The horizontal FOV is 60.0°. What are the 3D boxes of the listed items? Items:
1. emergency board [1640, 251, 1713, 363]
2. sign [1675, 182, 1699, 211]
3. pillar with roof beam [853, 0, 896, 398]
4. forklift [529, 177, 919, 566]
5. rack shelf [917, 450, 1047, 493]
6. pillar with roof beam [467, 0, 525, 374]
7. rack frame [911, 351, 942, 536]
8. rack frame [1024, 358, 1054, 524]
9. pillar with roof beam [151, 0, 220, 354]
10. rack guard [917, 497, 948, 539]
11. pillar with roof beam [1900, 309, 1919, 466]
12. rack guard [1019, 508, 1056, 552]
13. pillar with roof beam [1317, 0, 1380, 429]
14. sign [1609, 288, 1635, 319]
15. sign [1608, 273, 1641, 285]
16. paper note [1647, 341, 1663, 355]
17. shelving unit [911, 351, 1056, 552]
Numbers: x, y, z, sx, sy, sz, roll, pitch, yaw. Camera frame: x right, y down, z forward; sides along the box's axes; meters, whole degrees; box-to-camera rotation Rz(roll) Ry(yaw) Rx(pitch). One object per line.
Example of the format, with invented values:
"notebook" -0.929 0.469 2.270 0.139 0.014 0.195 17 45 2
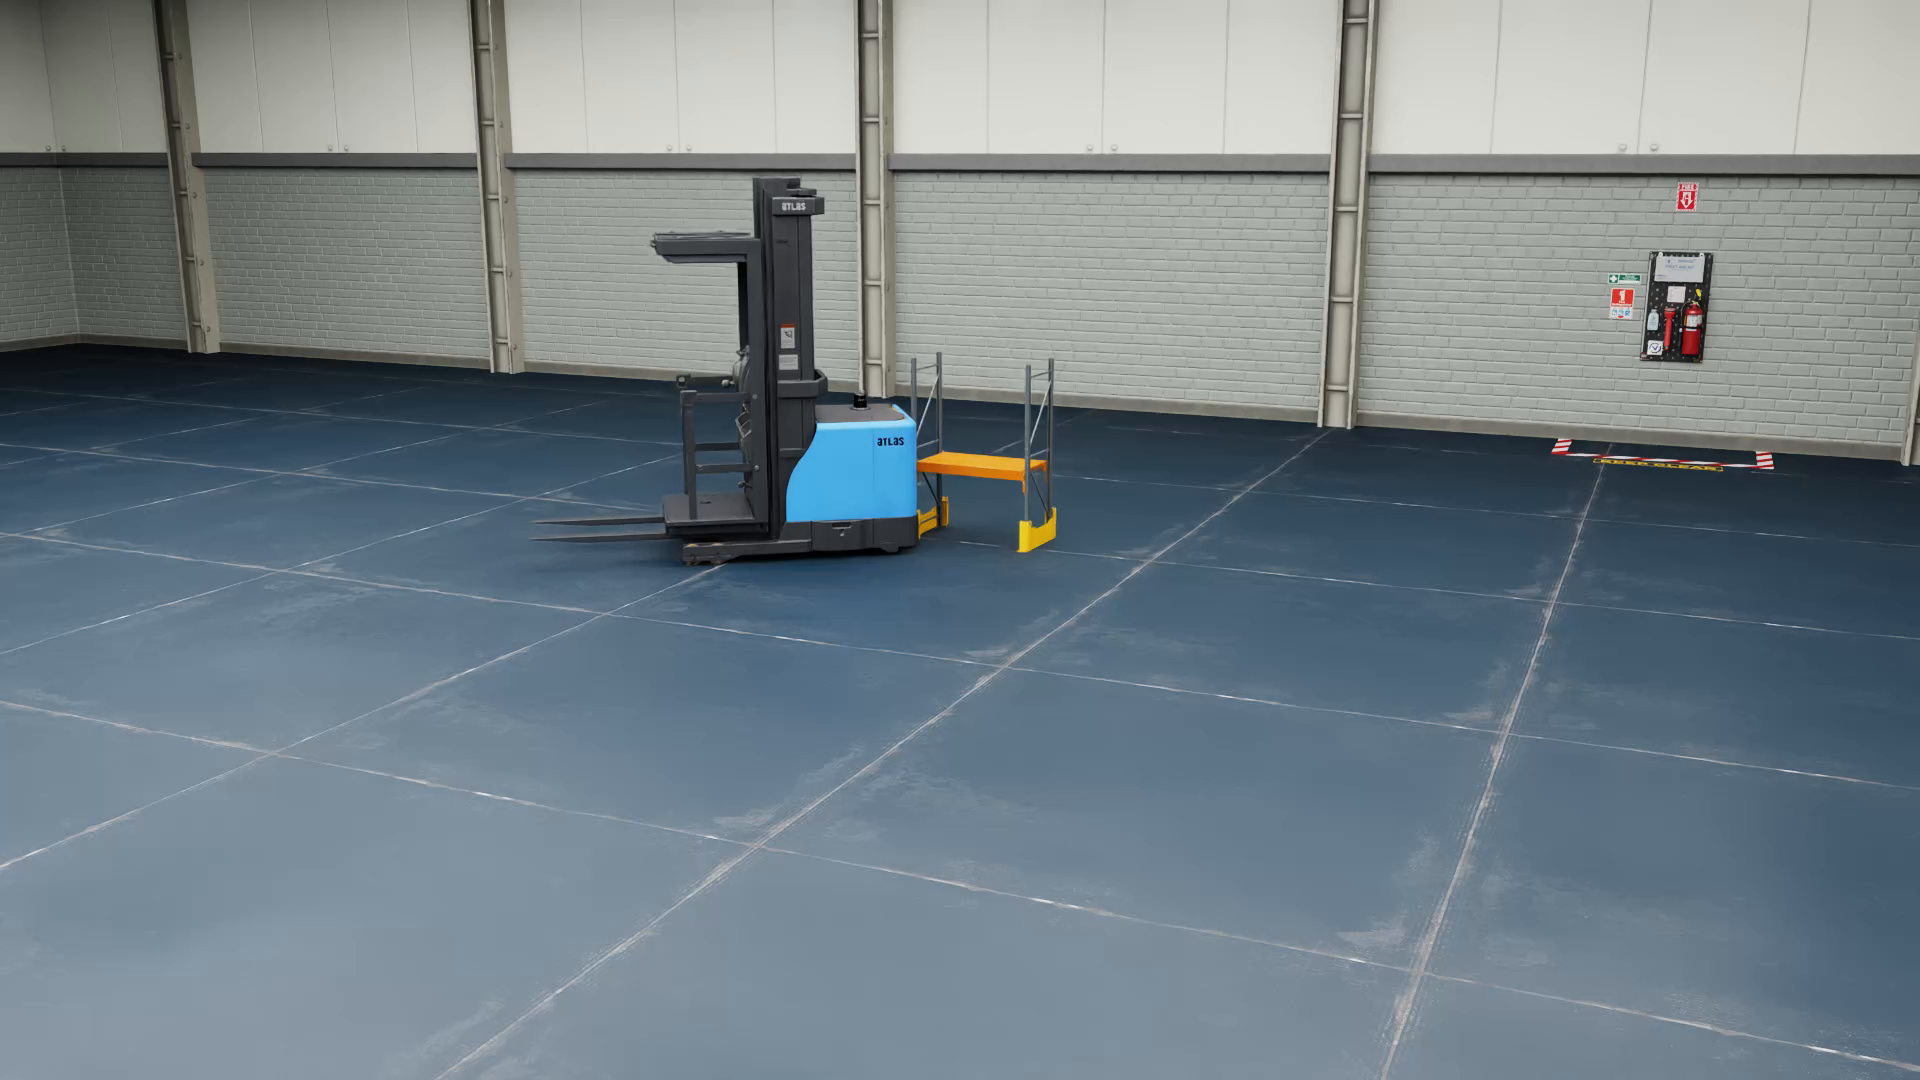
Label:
"emergency board" 7.648 -2.476 17.742 0.643 1.169 0.194 6 14 23
"sign" 7.681 -3.626 17.569 0.199 0.298 0.001 6 14 23
"pillar with roof beam" -2.824 -5.372 16.948 0.400 9.000 9.100 6 14 23
"forklift" -1.900 -1.360 13.133 3.031 2.935 1.130 -3 13 -11
"rack shelf" 0.181 -0.570 13.687 1.000 0.185 0.538 6 15 25
"pillar with roof beam" -8.310 -5.927 19.314 0.400 9.000 9.100 6 14 23
"rack frame" -0.276 -0.796 13.864 0.032 1.500 0.500 6 15 25
"rack frame" 0.637 -0.694 13.429 0.032 1.500 0.500 6 15 25
"pillar with roof beam" -13.795 -6.482 21.680 0.400 9.000 9.100 6 14 23
"rack guard" -0.258 -0.186 13.999 0.087 0.250 0.587 6 15 25
"pillar with roof beam" 8.148 -4.261 12.216 0.400 9.000 9.100 6 14 23
"rack guard" 0.636 -0.085 13.572 0.087 0.250 0.587 6 15 25
"pillar with roof beam" 2.662 -4.816 14.582 0.400 9.000 9.100 6 14 23
"sign" 7.184 -2.566 18.048 0.234 0.329 0.001 6 14 23
"sign" 7.184 -2.822 17.978 0.331 0.109 0.001 6 14 23
"paper note" 7.514 -2.078 17.974 0.142 0.148 0.016 6 14 23
"shelving unit" 0.189 -0.744 13.642 1.083 1.500 0.587 6 15 25
